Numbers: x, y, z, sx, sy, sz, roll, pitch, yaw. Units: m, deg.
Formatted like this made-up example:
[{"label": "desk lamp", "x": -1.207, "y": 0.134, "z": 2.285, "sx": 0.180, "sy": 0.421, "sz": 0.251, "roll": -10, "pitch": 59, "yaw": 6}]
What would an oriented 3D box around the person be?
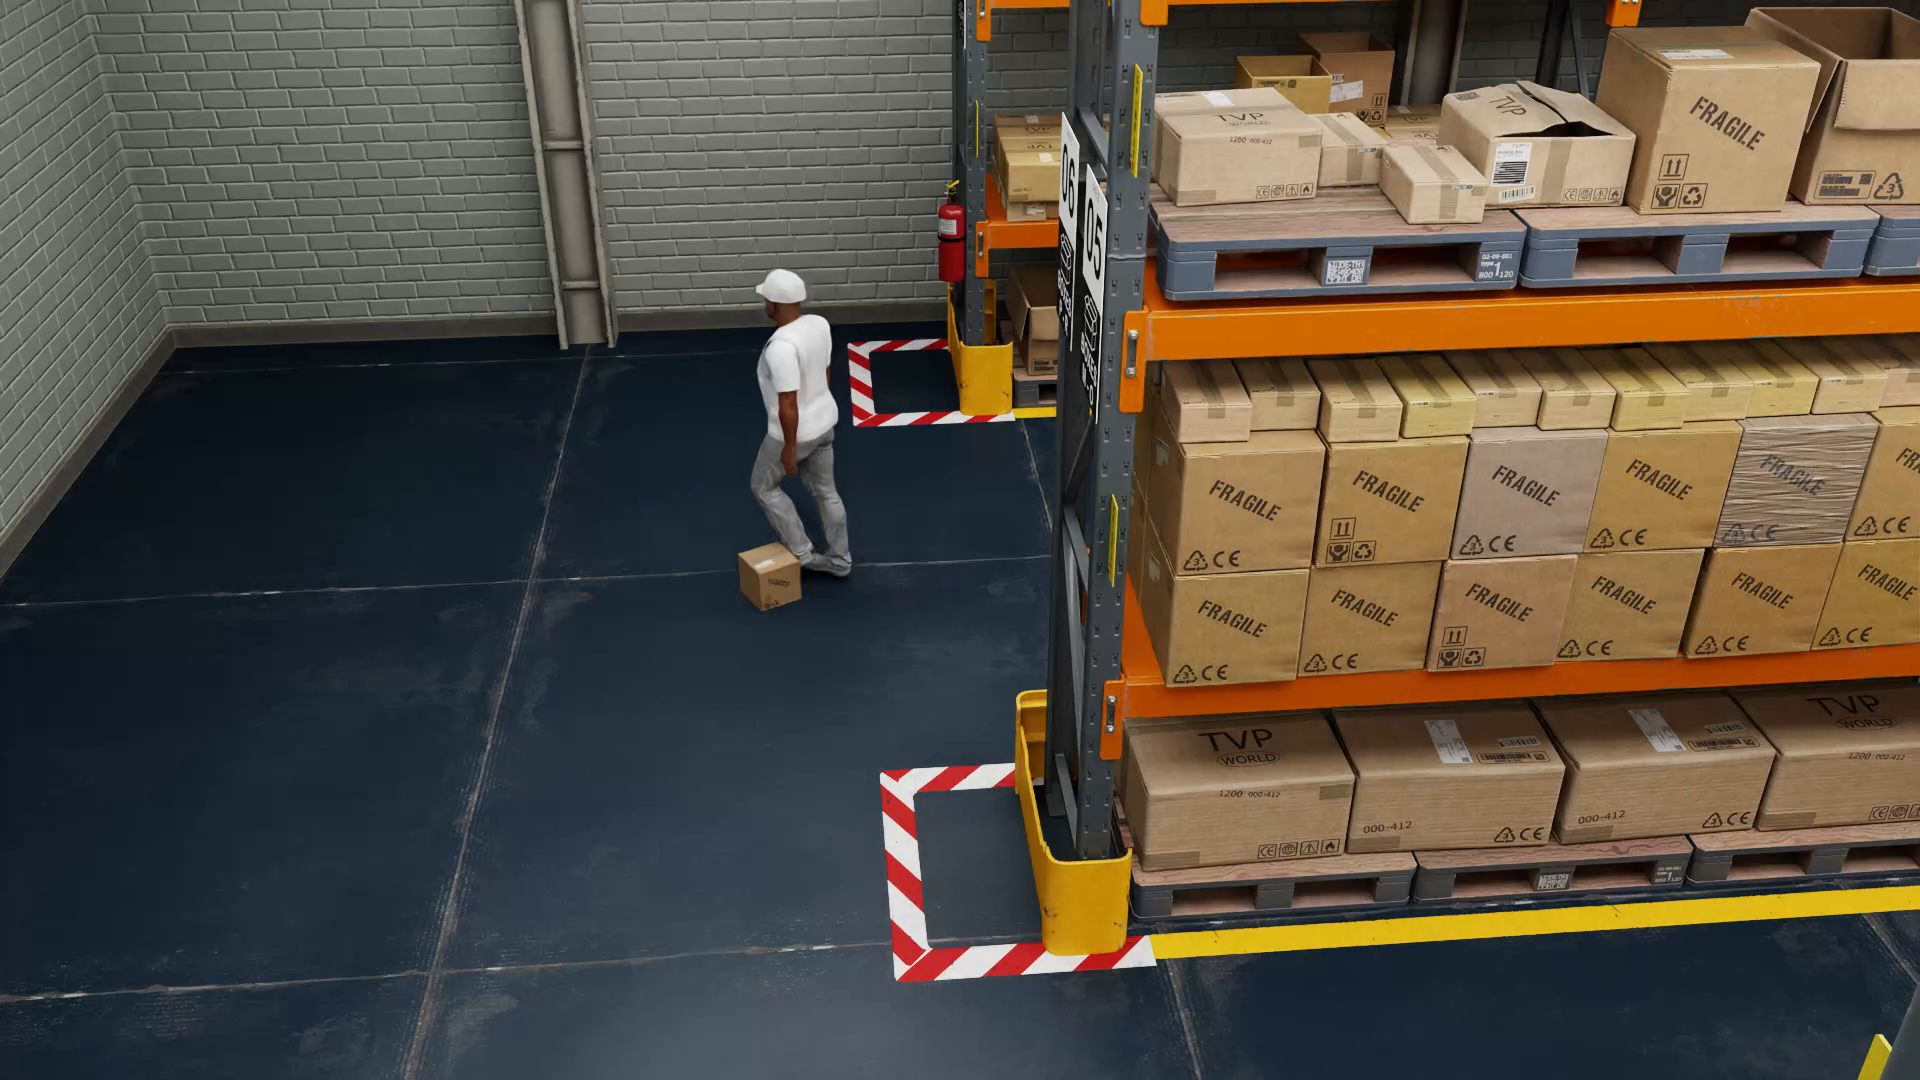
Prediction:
[{"label": "person", "x": -0.839, "y": -0.604, "z": 8.998, "sx": 0.541, "sy": 1.756, "sz": 0.601, "roll": 16, "pitch": 34, "yaw": 24}]
